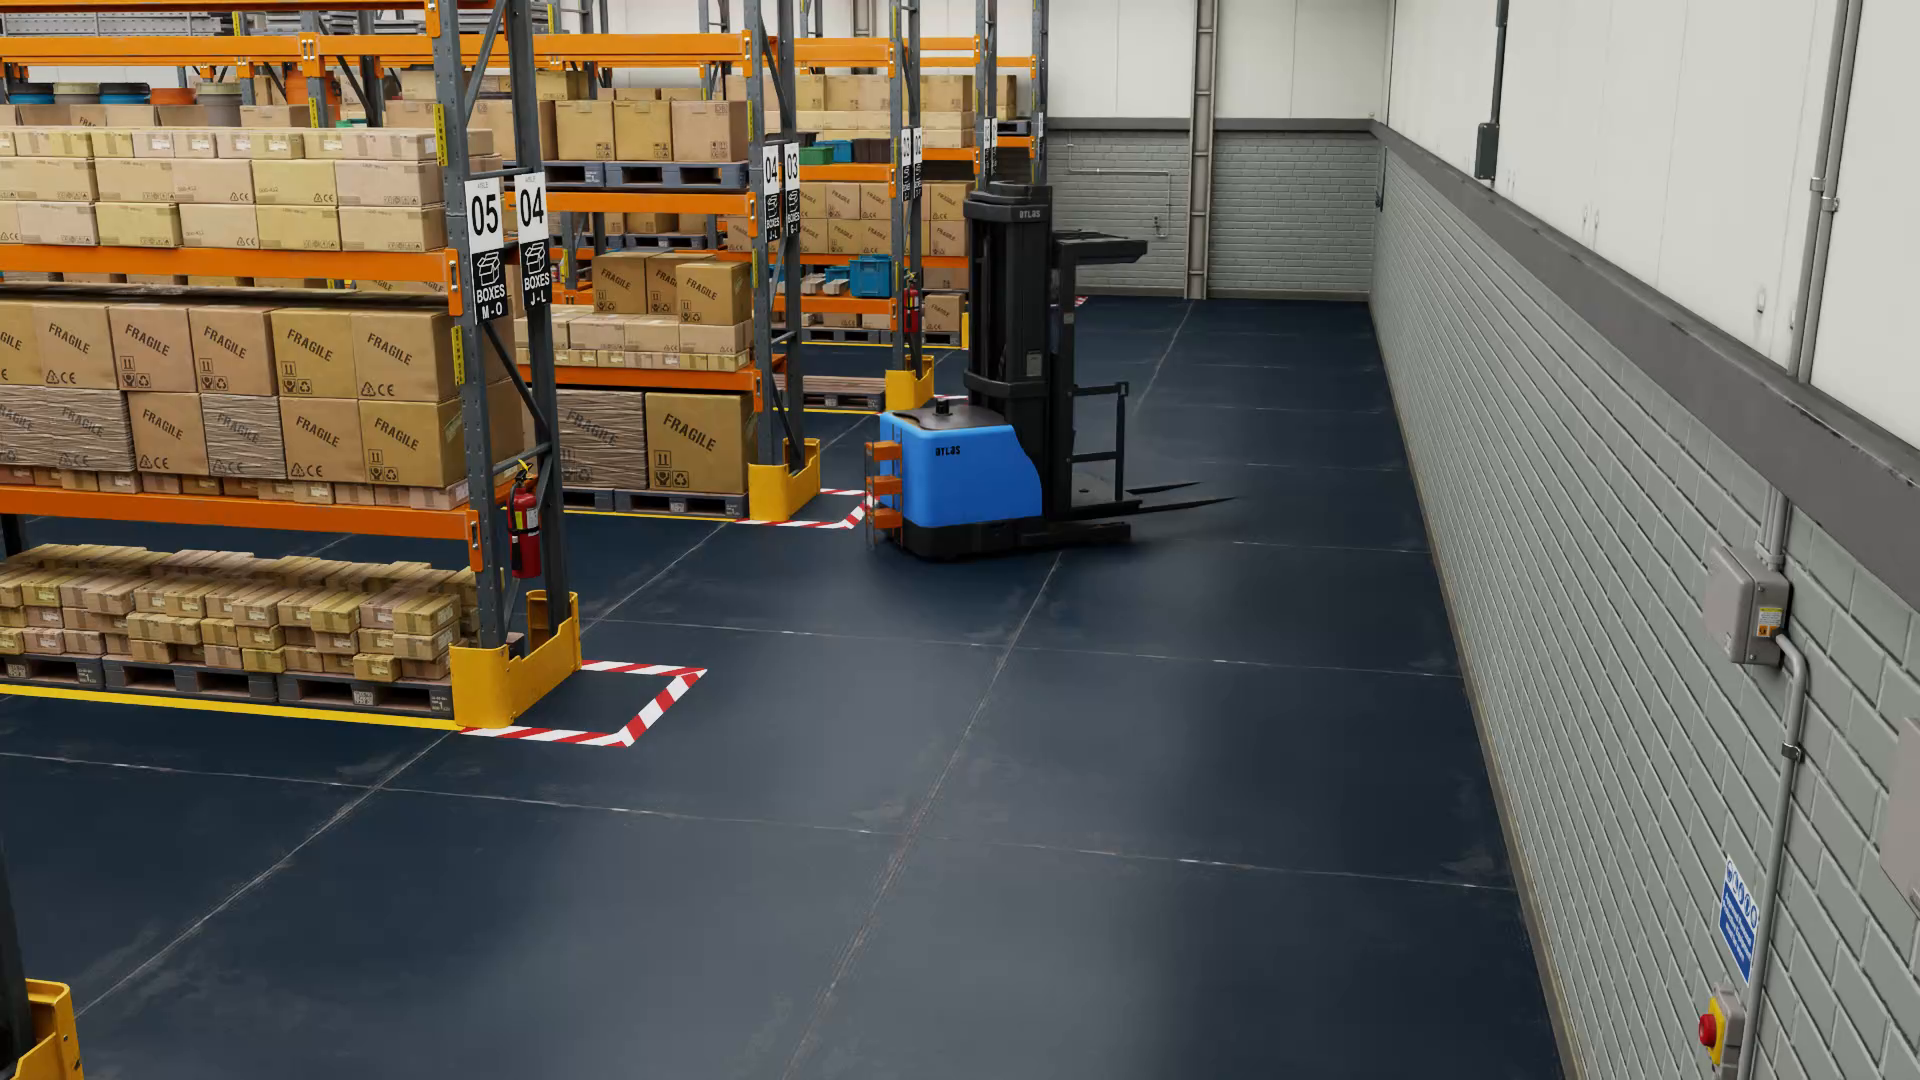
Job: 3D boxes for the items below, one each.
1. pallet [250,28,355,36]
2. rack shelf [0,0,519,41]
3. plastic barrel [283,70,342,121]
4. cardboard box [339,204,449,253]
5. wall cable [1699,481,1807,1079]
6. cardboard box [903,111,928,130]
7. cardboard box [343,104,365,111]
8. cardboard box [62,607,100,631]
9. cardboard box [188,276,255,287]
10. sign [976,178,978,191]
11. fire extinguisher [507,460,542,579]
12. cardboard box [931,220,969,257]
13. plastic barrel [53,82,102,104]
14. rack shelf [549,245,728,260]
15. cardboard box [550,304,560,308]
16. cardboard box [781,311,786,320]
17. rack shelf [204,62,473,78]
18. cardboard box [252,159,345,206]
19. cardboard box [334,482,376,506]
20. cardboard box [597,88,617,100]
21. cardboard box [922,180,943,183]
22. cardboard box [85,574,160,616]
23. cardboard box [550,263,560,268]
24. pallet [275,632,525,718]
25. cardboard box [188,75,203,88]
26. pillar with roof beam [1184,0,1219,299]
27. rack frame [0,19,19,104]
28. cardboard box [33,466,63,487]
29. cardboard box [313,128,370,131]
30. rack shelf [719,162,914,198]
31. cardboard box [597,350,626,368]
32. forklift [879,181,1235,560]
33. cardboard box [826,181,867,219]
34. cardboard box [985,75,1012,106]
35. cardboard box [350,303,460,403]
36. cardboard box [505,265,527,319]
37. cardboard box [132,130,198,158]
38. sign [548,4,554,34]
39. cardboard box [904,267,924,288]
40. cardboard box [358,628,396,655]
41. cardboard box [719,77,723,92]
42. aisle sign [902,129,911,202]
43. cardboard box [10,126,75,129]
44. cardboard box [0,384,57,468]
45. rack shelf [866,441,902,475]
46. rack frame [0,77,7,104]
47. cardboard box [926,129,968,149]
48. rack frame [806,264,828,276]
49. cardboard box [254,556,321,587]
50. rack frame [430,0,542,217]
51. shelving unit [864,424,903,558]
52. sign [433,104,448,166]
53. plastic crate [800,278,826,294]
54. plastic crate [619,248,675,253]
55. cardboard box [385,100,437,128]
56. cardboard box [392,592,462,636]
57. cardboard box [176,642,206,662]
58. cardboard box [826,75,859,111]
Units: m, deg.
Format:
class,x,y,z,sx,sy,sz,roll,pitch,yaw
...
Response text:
class,x,y,z,sx,sy,sz,roll,pitch,yaw
pallet,-7.757,-6.046,20.064,1.003,0.211,1.213,3,16,11
rack shelf,-4.652,-3.121,9.755,4.000,0.370,1.077,3,16,11
plastic barrel,-7.902,-5.309,20.328,0.708,0.830,0.600,3,16,11
cardboard box,-3.191,-1.800,9.532,0.500,0.250,0.500,3,16,10
wall cable,1.951,0.618,4.181,0.123,1.953,0.585,3,16,11
cardboard box,-0.671,-5.956,23.601,0.500,0.250,0.500,3,16,11
cardboard box,-10.950,-7.755,30.526,0.500,0.500,0.500,4,16,13
cardboard box,-5.545,0.455,10.725,0.250,0.149,0.380,2,16,8
cardboard box,-6.823,-2.579,15.619,0.637,0.503,0.797,3,16,12
sign,0.243,-4.921,23.378,0.005,0.325,0.100,3,16,11
fire extinguisher,-2.537,-0.120,9.651,0.183,0.674,0.296,3,16,11
cardboard box,-0.120,-4.356,23.910,0.500,0.500,0.500,4,16,13
plastic barrel,-11.195,-5.380,21.236,0.600,0.901,0.600,0,15,0
rack shelf,-5.507,-4.327,25.343,4.000,0.370,1.077,3,16,11
cardboard box,-4.032,-2.039,15.457,0.500,0.250,0.500,3,16,12
cardboard box,-2.553,-3.446,25.328,0.250,0.149,0.380,3,16,11
rack shelf,-9.427,-7.239,25.364,4.000,0.370,1.077,3,16,11
cardboard box,-3.696,-2.071,9.573,0.500,0.250,0.500,3,16,10
cardboard box,-3.553,-0.326,10.022,0.250,0.149,0.380,3,16,11
cardboard box,-5.334,-6.428,24.800,0.600,0.600,0.600,2,16,9
cardboard box,-0.523,-5.003,24.375,0.500,0.500,0.500,3,16,12
cardboard box,-5.307,0.347,10.561,0.250,0.149,0.380,3,16,12
cardboard box,-6.447,-4.159,25.841,0.500,0.250,0.500,4,16,13
pallet,-3.556,0.816,10.652,1.213,0.211,1.003,3,16,11
cardboard box,-13.994,-8.403,30.993,0.500,0.500,0.500,2,16,7
pillar with roof beam,3.317,-7.499,24.205,0.400,9.000,9.100,3,16,11
rack frame,-12.377,-6.589,20.921,0.127,3.000,1.000,3,16,11
cardboard box,-5.595,-0.452,10.475,0.250,0.149,0.380,2,16,9
cardboard box,-3.700,-2.420,10.087,0.250,0.149,0.380,3,16,12
rack shelf,-2.578,-4.265,19.497,4.000,0.370,1.077,3,16,11
cardboard box,-3.021,-1.629,14.726,0.250,0.149,0.380,3,16,10
forklift,0.881,-1.488,13.875,3.031,2.935,1.130,-7,17,-23
cardboard box,-1.626,-4.917,24.064,0.500,0.500,0.500,4,16,13
cardboard box,0.585,-7.604,28.107,0.500,0.500,0.500,3,16,11
cardboard box,-3.190,-1.104,9.742,0.500,0.500,0.500,3,16,10
cardboard box,-4.114,-2.262,14.858,0.500,0.500,0.500,3,16,9
cardboard box,-4.580,-2.306,9.678,0.250,0.149,0.380,3,16,10
sign,-4.649,-5.919,18.894,0.005,0.325,0.100,3,16,11
cardboard box,-0.857,-4.739,29.379,0.500,0.500,0.700,3,16,12
cardboard box,-3.512,0.575,10.293,0.250,0.149,0.380,3,16,10
cardboard box,-3.944,-8.038,29.354,0.500,0.250,0.500,3,16,9
aisle sign,-0.606,-4.232,18.780,0.004,0.787,0.394,3,16,11
cardboard box,-5.742,-2.532,10.493,0.250,0.149,0.380,3,16,11
cardboard box,-5.691,-0.759,10.369,0.500,0.500,0.500,3,16,11
rack shelf,-0.619,-0.662,13.393,0.240,0.259,0.215,-7,17,-23
rack frame,-9.444,-5.080,15.476,0.127,3.000,1.000,3,16,11
cardboard box,-0.183,-5.687,23.564,0.500,0.250,0.500,3,16,11
rack frame,-2.563,-5.864,29.542,0.127,3.000,1.000,3,16,11
cardboard box,-4.432,0.232,10.976,0.250,0.149,0.380,3,16,12
rack frame,-2.692,-3.363,9.275,0.127,3.000,1.000,3,16,11
shelving unit,-0.619,-0.399,13.466,0.252,1.050,0.215,-7,17,-23
sign,-2.823,-2.200,9.036,0.005,0.325,0.100,3,16,11
plastic crate,-1.734,-2.976,19.500,0.243,0.136,0.396,3,16,11
plastic crate,-3.713,-3.219,19.761,0.583,0.464,0.402,3,16,11
cardboard box,-4.746,-3.695,14.931,0.500,0.500,0.700,2,16,8
cardboard box,-3.262,0.451,10.183,0.250,0.149,0.380,3,16,12
cardboard box,-4.767,0.643,10.606,0.250,0.149,0.380,4,16,13
cardboard box,-1.590,-6.452,23.986,0.500,0.500,0.700,3,16,11
